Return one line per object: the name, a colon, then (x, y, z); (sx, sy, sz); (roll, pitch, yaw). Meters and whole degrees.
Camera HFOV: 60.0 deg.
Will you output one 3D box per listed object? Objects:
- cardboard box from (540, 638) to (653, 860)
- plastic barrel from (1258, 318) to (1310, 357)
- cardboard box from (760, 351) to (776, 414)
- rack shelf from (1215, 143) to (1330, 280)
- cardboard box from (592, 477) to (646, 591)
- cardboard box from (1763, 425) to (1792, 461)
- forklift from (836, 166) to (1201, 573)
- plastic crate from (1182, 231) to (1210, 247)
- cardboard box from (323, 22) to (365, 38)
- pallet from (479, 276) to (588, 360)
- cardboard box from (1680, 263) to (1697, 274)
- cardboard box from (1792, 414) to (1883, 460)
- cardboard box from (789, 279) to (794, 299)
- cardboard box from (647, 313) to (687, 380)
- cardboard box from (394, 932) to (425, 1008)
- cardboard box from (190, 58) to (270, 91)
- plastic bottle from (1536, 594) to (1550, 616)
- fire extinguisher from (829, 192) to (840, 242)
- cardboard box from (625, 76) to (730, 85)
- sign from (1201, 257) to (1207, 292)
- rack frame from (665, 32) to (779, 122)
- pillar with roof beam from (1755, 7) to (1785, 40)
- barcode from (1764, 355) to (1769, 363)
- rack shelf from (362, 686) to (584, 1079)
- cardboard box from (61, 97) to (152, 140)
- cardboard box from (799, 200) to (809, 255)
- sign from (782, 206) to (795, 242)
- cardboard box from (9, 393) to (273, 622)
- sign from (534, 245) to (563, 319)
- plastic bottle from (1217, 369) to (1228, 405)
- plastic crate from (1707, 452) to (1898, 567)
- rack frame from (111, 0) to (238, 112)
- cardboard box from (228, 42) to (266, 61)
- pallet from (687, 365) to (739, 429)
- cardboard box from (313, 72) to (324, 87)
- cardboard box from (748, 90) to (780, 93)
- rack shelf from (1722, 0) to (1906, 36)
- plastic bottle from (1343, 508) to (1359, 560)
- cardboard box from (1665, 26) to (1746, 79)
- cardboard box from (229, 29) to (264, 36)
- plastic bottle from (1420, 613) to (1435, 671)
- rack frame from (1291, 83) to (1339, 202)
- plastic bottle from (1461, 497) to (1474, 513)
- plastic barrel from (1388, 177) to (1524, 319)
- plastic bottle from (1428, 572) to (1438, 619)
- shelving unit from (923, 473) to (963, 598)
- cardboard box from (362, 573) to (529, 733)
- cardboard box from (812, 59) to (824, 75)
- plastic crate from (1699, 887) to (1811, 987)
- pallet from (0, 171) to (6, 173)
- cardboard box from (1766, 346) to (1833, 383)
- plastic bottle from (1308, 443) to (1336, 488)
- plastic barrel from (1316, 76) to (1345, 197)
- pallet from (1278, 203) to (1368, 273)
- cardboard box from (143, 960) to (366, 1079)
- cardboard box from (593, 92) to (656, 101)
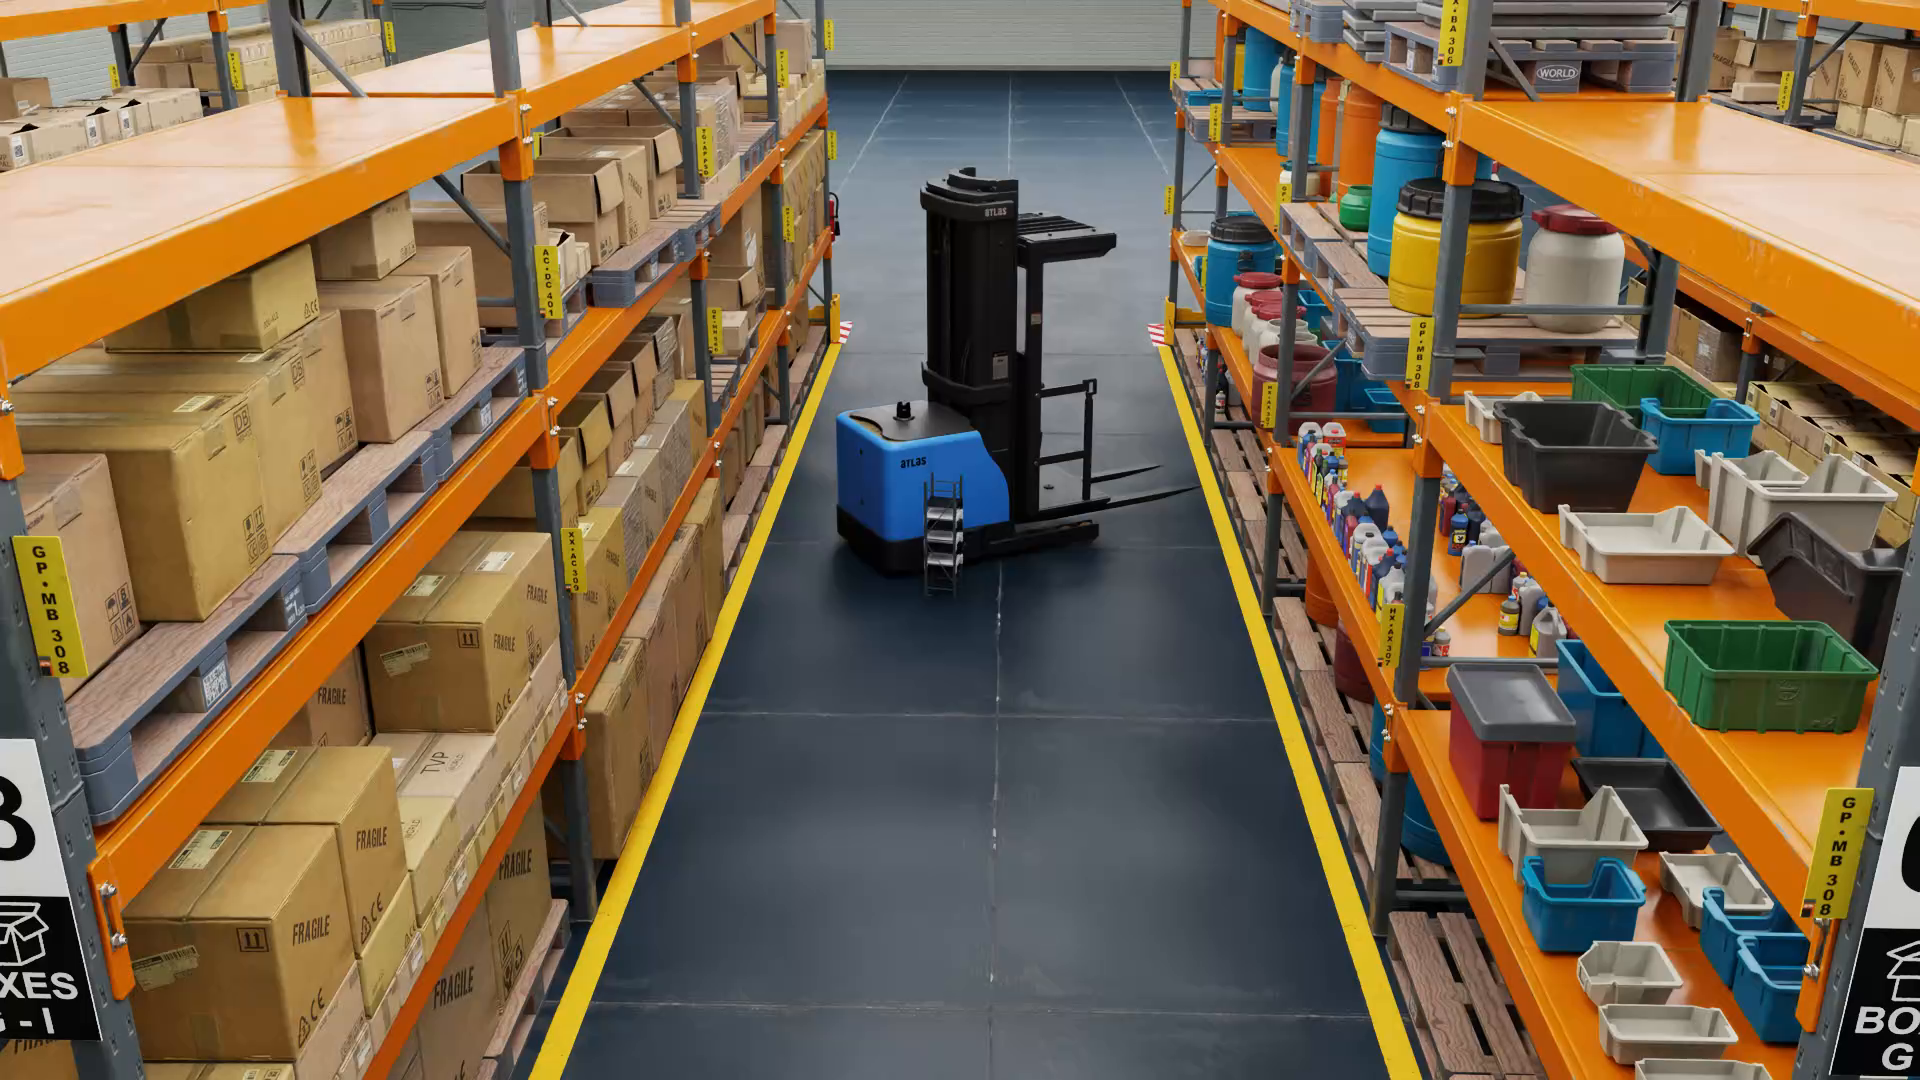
cardboard box: (-2.372, 1.096, 8.914); (1.225, 0.875, 0.875); (1, 21, 2)
plastic barrel: (2.532, -1.438, 12.933); (0.421, 0.512, 0.421); (0, 21, 0)
cardboard box: (-2.076, -1.534, 16.212); (0.500, 0.500, 0.500); (0, 21, 0)
rack shelf: (2.762, -2.645, 13.047); (1.077, 0.370, 4.000); (1, 21, 2)
cardboard box: (-2.077, -0.040, 9.347); (0.500, 0.500, 0.500); (0, 21, 0)
cardboard box: (7.497, -0.835, 14.756); (0.500, 0.250, 0.500); (1, 21, 3)
forklift: (0.552, -1.471, 13.268); (3.031, 2.935, 1.130); (-11, 24, -26)
plastic crate: (2.596, -3.309, 18.274); (0.298, 0.136, 0.250); (1, 21, 2)
cardboard box: (-6.649, -5.484, 17.896); (0.380, 0.149, 0.250); (1, 21, 3)
pallet: (-2.392, -1.108, 8.357); (0.805, 0.209, 1.217); (0, 21, -1)
cardboard box: (7.824, -3.014, 17.012); (0.700, 0.500, 0.500); (1, 21, 3)
cardboard box: (7.477, -0.910, 14.173); (0.500, 0.311, 0.500); (0, 21, 0)
cardboard box: (-1.800, -2.407, 15.934); (0.380, 0.149, 0.250); (1, 21, 2)
cardboard box: (-2.273, -1.352, 12.147); (0.500, 0.500, 0.500); (-2, 21, -5)
cardboard box: (-2.115, 1.507, 5.847); (0.380, 0.149, 0.250); (0, 21, 1)
cardboard box: (-6.788, -4.334, 15.483); (0.500, 0.250, 0.500); (1, 21, 2)
plastic bottle: (3.009, 0.394, 8.545); (0.097, 0.271, 0.097); (0, 21, 0)
fire extinguisher: (-1.542, -3.806, 19.299); (0.296, 0.674, 0.183); (1, 21, 2)
cardboard box: (-2.269, -3.493, 13.514); (0.797, 0.503, 0.637); (1, 21, 4)
sign: (2.273, -2.444, 15.299); (0.100, 0.325, 0.005); (1, 21, 2)
rack frame: (-2.128, -5.157, 14.379); (1.000, 3.000, 0.127); (1, 21, 2)
pillar with roof beam: (9.752, -10.563, 28.312); (9.100, 9.000, 0.400); (1, 21, 2)
barcode: (7.350, -1.649, 15.152); (0.001, 0.075, 0.075); (1, 21, 2)
rack shelf: (-2.432, 1.591, 6.276); (1.077, 0.370, 4.000); (1, 21, 2)
cardboard box: (-6.916, -3.414, 13.439); (0.500, 0.311, 0.500); (0, 21, 0)
cardboard box: (-2.031, -3.250, 17.208); (0.875, 0.500, 0.500); (1, 21, 2)
sign: (-1.573, -2.895, 15.242); (0.100, 0.325, 0.005); (1, 21, 2)
cardboard box: (-2.393, -0.099, 4.634); (0.700, 0.500, 0.500); (0, 21, 0)
sign: (-1.816, -1.138, 7.344); (0.100, 0.325, 0.005); (1, 21, 2)
plastic bottle: (2.554, -1.511, 16.331); (0.144, 0.351, 0.185); (0, 21, 0)
plastic crate: (2.834, -0.108, 5.677); (0.437, 0.282, 0.530); (1, 21, 2)
rack frame: (-7.082, -5.248, 14.614); (1.000, 3.000, 0.127); (1, 21, 2)
cardboard box: (-6.725, -4.567, 15.531); (0.380, 0.149, 0.250); (0, 21, 1)
pallet: (-2.334, -1.083, 12.438); (1.213, 0.211, 1.003); (1, 21, 2)
cardboard box: (-6.685, -4.652, 16.855); (0.380, 0.149, 0.250); (1, 21, 2)
cardboard box: (-1.870, -4.085, 15.421); (0.380, 0.149, 0.250); (0, 21, -1)
rack shelf: (7.835, -5.248, 16.161); (1.077, 0.370, 4.000); (1, 21, 2)
plastic bottle: (2.268, -0.035, 9.635); (0.061, 0.283, 0.133); (1, 21, 2)
cardboard box: (7.874, -5.196, 17.709); (0.797, 0.503, 0.637); (2, 21, 5)
cardboard box: (-7.336, -5.123, 16.966); (0.380, 0.149, 0.250); (1, 21, 2)
plastic bottle: (2.268, 0.499, 8.268); (0.152, 0.276, 0.135); (1, 21, 2)
rack frame: (2.701, -3.656, 10.511); (1.000, 3.000, 0.127); (1, 21, 2)
plastic bottle: (3.010, -0.126, 9.868); (0.061, 0.283, 0.133); (1, 21, 2)
plastic barrel: (2.404, -1.427, 8.072); (0.600, 0.588, 0.600); (0, 21, 0)
plastic bottle: (2.425, 0.276, 8.739); (0.144, 0.351, 0.185); (1, 21, 2)
shelving unit: (-0.123, -0.032, 12.369); (0.258, 0.900, 0.210); (5, 22, 13)
cardboard box: (-2.137, 0.465, 6.944); (0.500, 0.500, 0.500); (1, 21, 2)
cardboard box: (-1.703, -5.217, 18.336); (0.380, 0.149, 0.250); (1, 21, 2)
plastic crate: (2.844, 1.413, 5.888); (0.416, 0.233, 0.300); (1, 21, 2)
pallet: (-7.237, -2.548, 12.064); (1.213, 0.211, 1.003); (2, 21, 4)
cardboard box: (8.101, -1.677, 15.889); (0.500, 0.500, 0.500); (1, 21, 2)
plastic bottle: (2.351, -0.481, 10.793); (0.152, 0.276, 0.135); (1, 21, 2)
plastic barrel: (2.963, -2.989, 12.344); (0.600, 0.830, 0.708); (1, 21, 2)
pallet: (2.580, -1.894, 10.378); (1.003, 0.211, 1.213); (1, 21, 2)
cardboard box: (-2.199, 1.552, 5.179); (0.500, 0.250, 0.500); (0, 21, 1)
cardboard box: (-2.480, -2.952, 12.015); (0.500, 0.500, 0.500); (1, 21, 1)
